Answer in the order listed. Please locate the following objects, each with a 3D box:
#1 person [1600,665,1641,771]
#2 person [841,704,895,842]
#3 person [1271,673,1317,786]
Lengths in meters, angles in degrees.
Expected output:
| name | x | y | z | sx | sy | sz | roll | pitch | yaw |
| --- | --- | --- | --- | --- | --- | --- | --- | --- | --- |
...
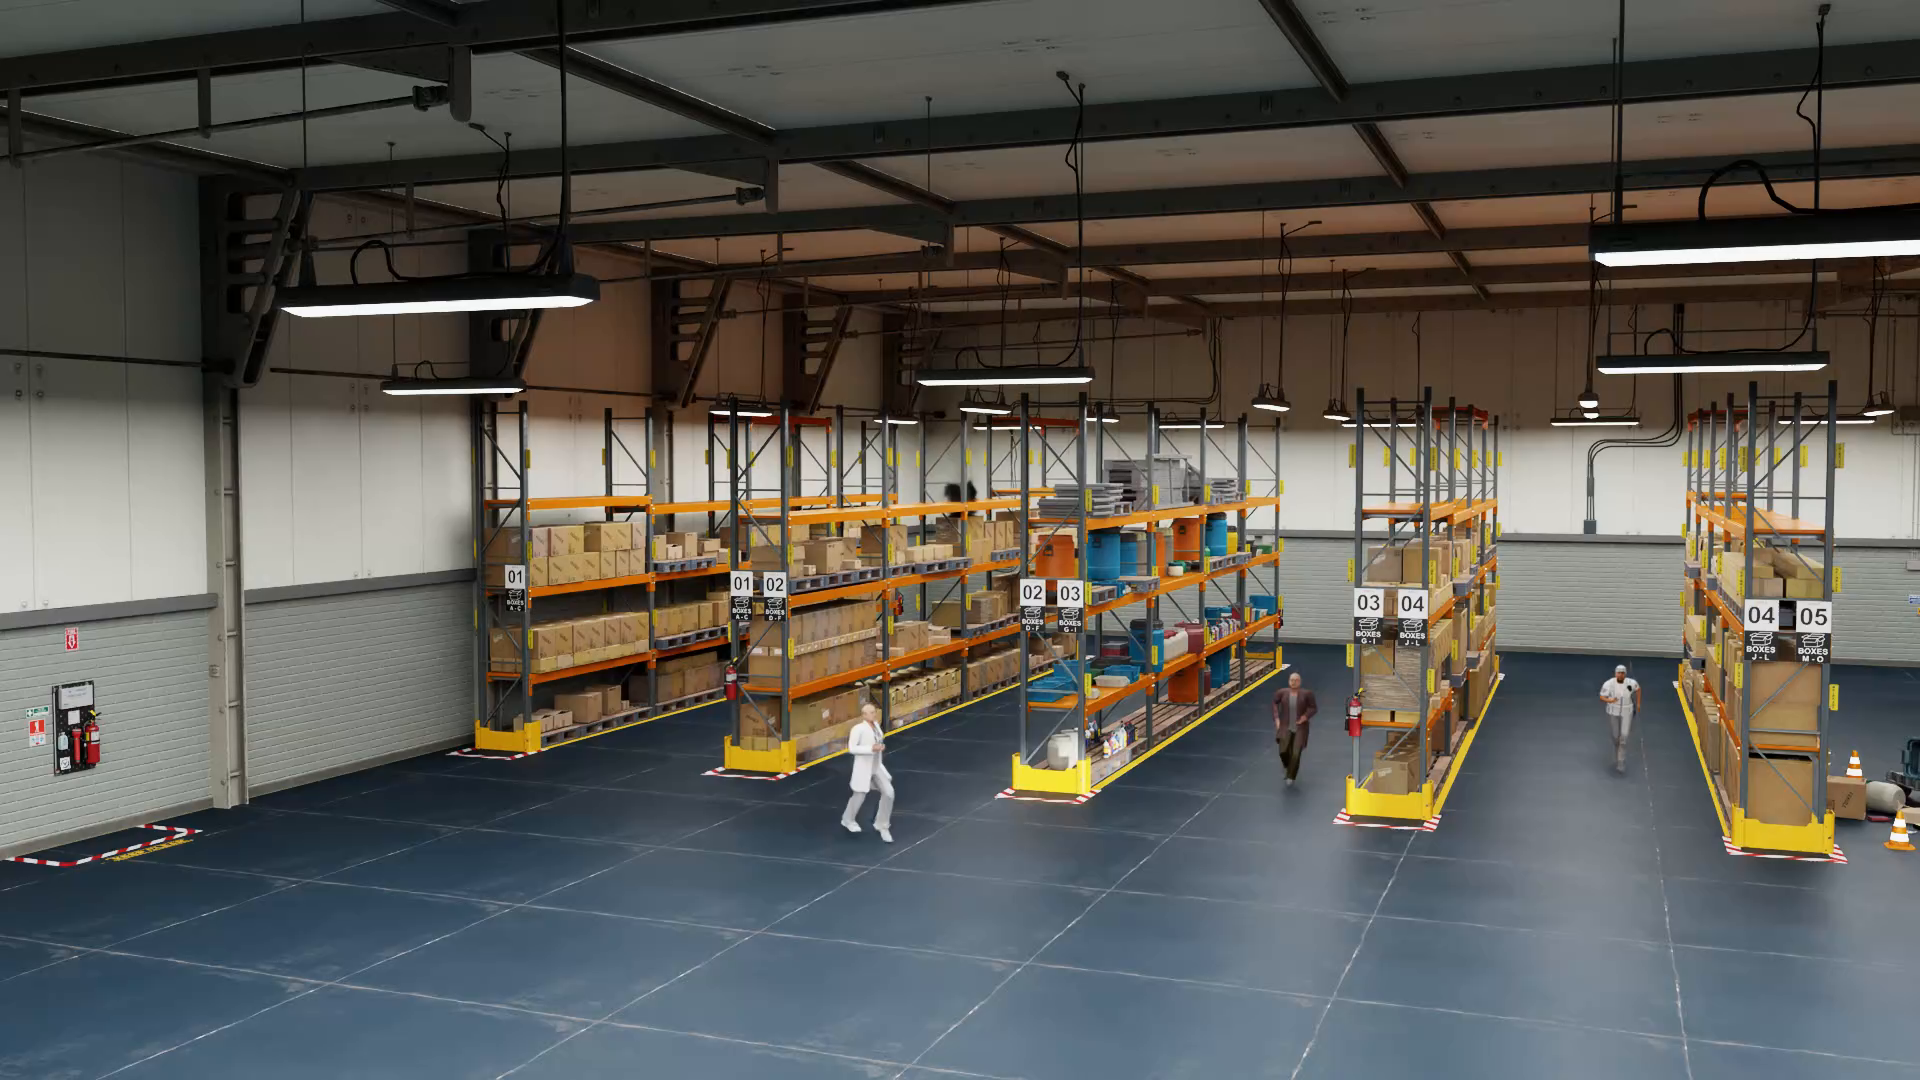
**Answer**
| name | x | y | z | sx | sy | sz | roll | pitch | yaw |
| --- | --- | --- | --- | --- | --- | --- | --- | --- | --- |
| person | 10.732 | 2.870 | 27.043 | 0.627 | 1.712 | 0.868 | 1 | 3 | 20 |
| person | -1.267 | 3.066 | 21.892 | 0.681 | 1.836 | 0.896 | -3 | 4 | -43 |
| person | 5.084 | 2.899 | 25.381 | 0.715 | 1.734 | 0.623 | 1 | 3 | 17 |
